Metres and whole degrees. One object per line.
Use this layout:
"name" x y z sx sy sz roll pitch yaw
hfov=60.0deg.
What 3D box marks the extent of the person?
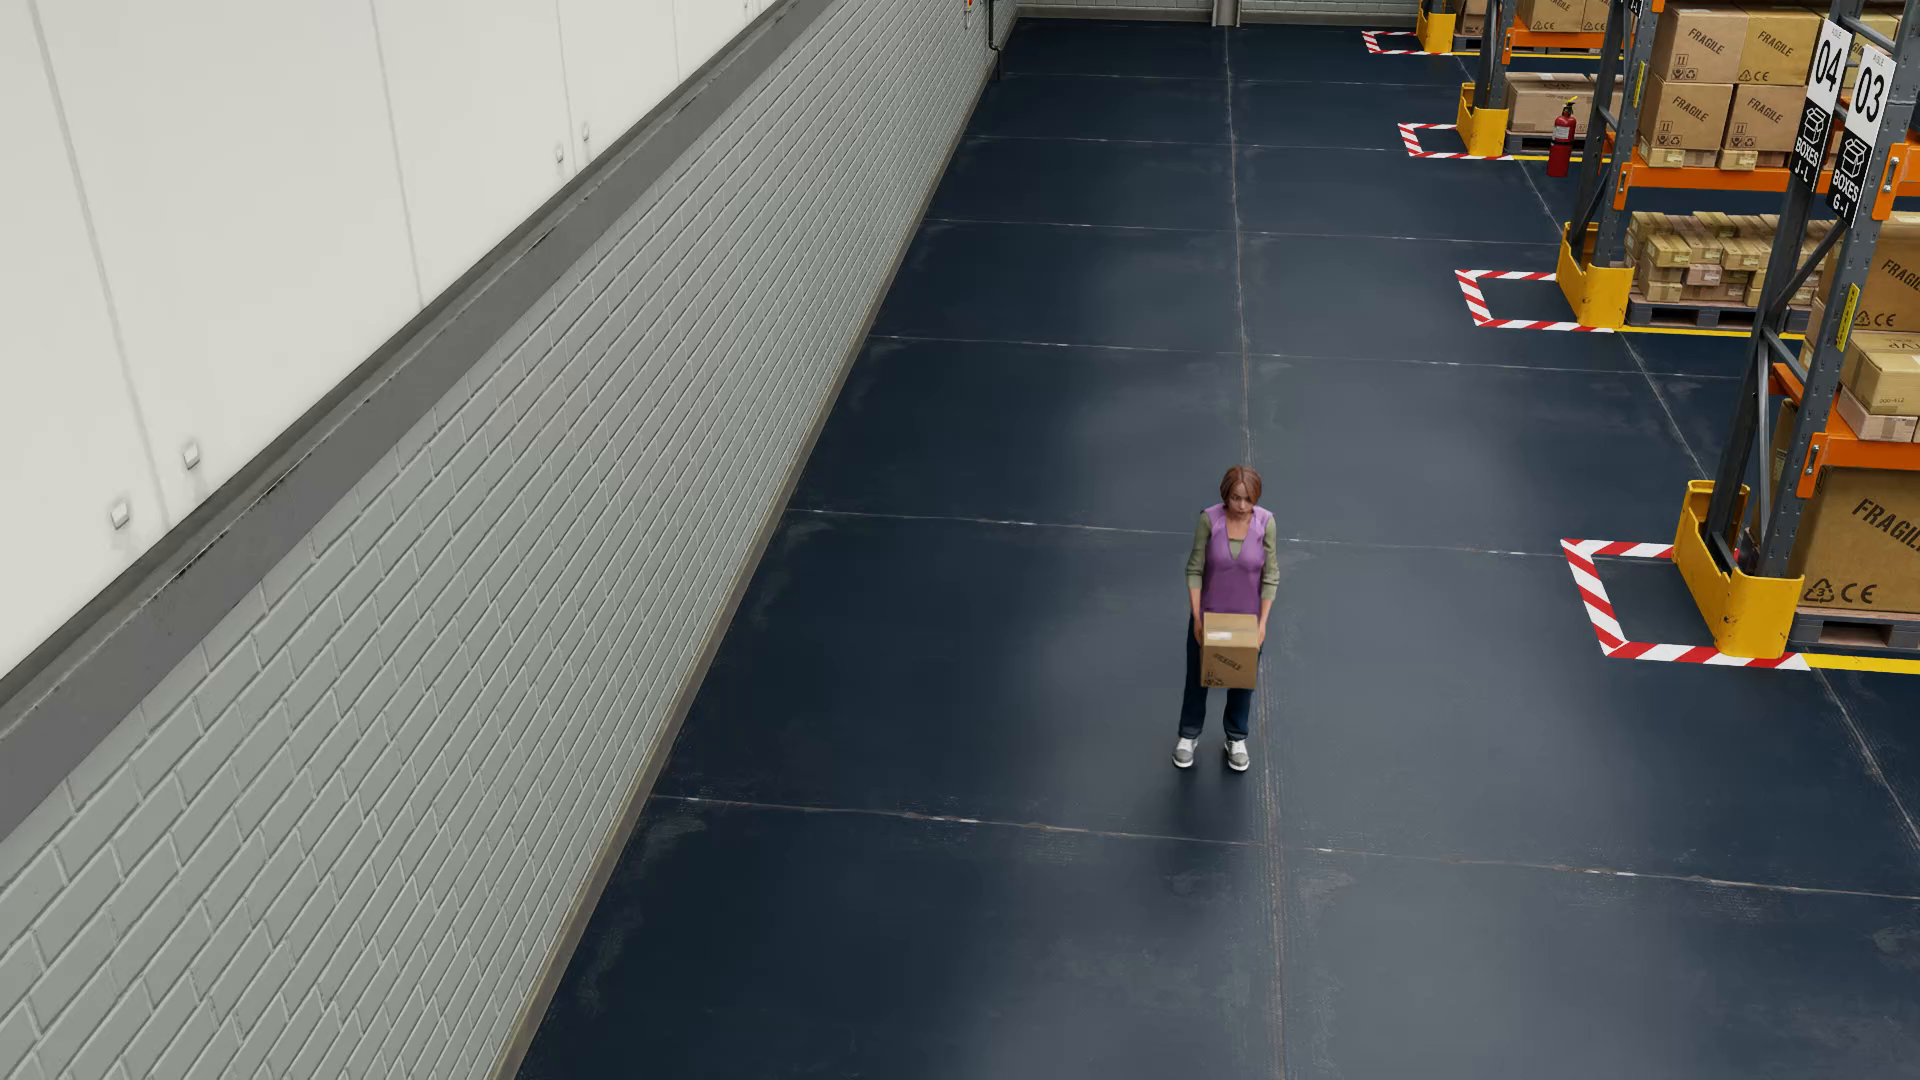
"person" 1.280 0.381 7.931 0.444 1.603 0.397 3 29 5
